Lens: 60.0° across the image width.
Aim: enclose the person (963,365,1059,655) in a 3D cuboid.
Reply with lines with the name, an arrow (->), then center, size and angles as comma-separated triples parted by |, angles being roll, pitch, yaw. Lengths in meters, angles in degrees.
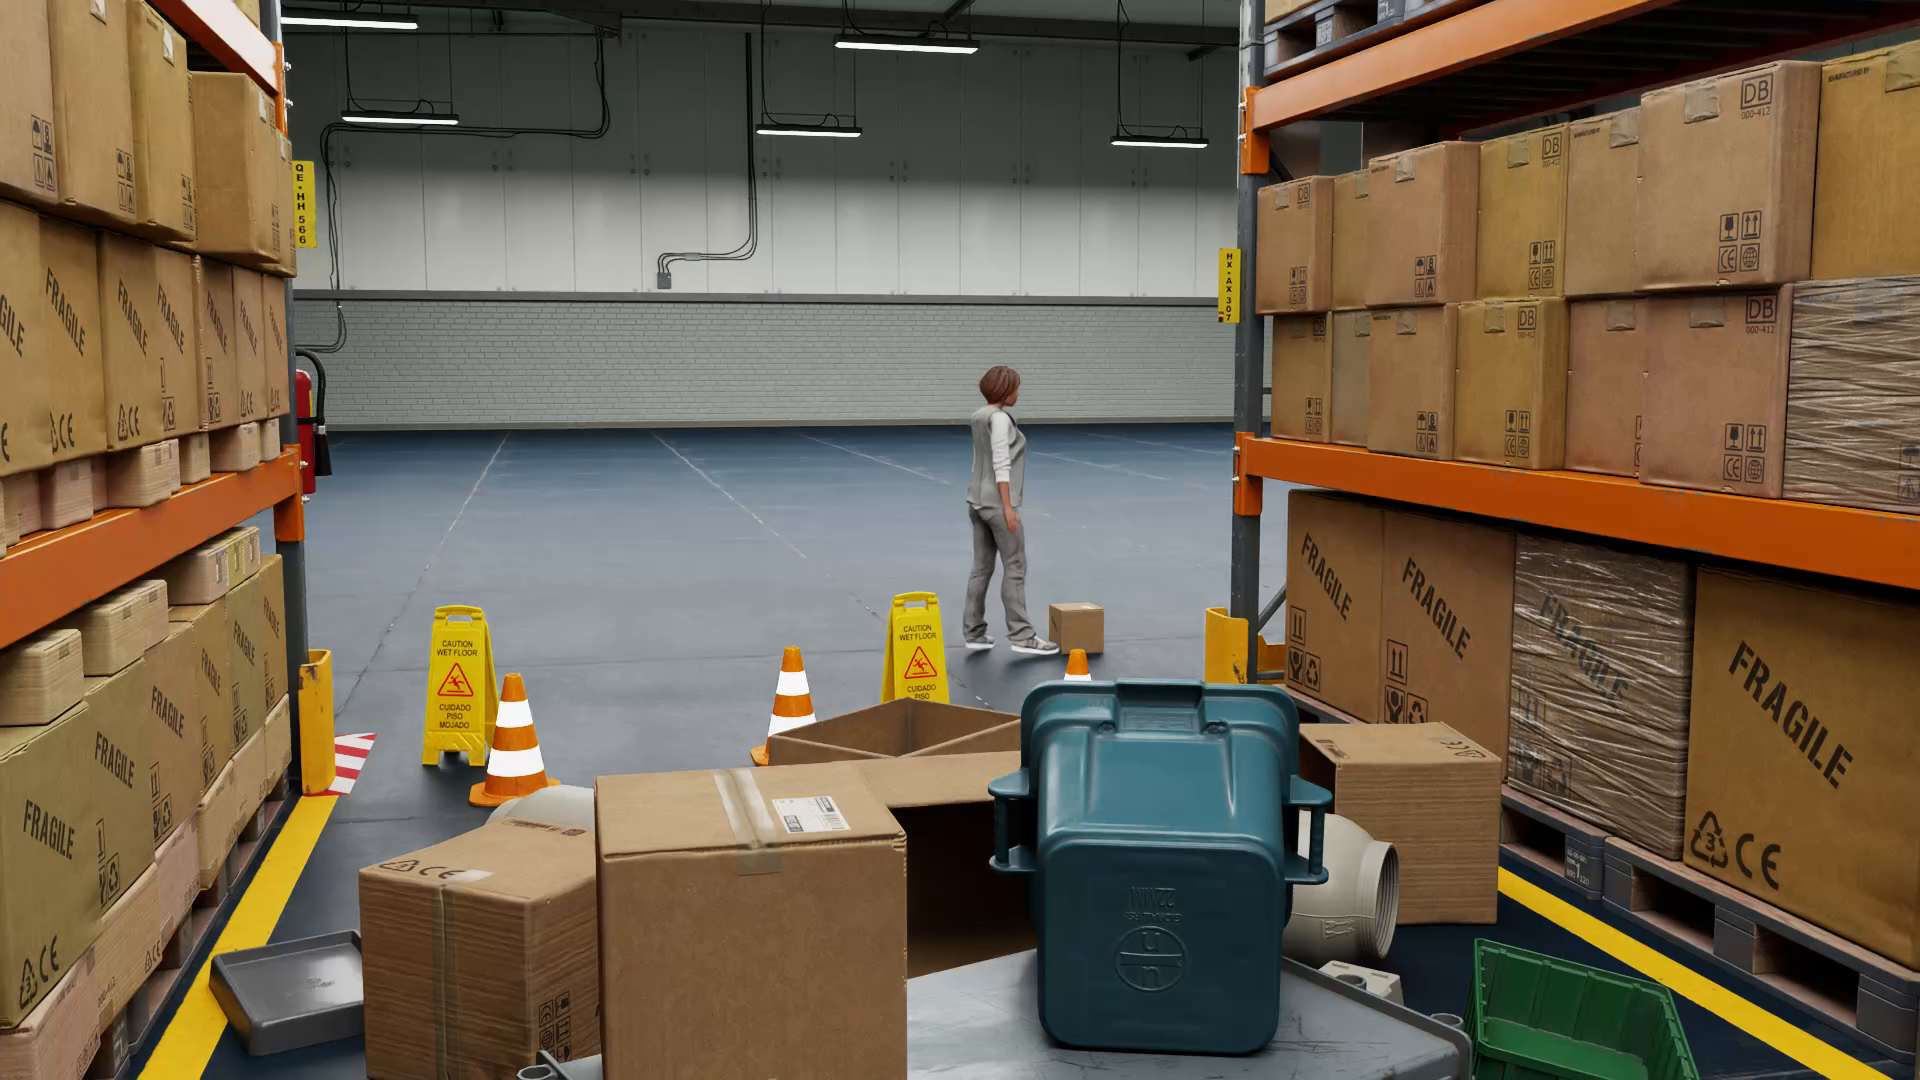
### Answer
person -> 0.260, -0.169, 9.267 | 0.480, 1.601, 0.489 | -3, 7, -22
